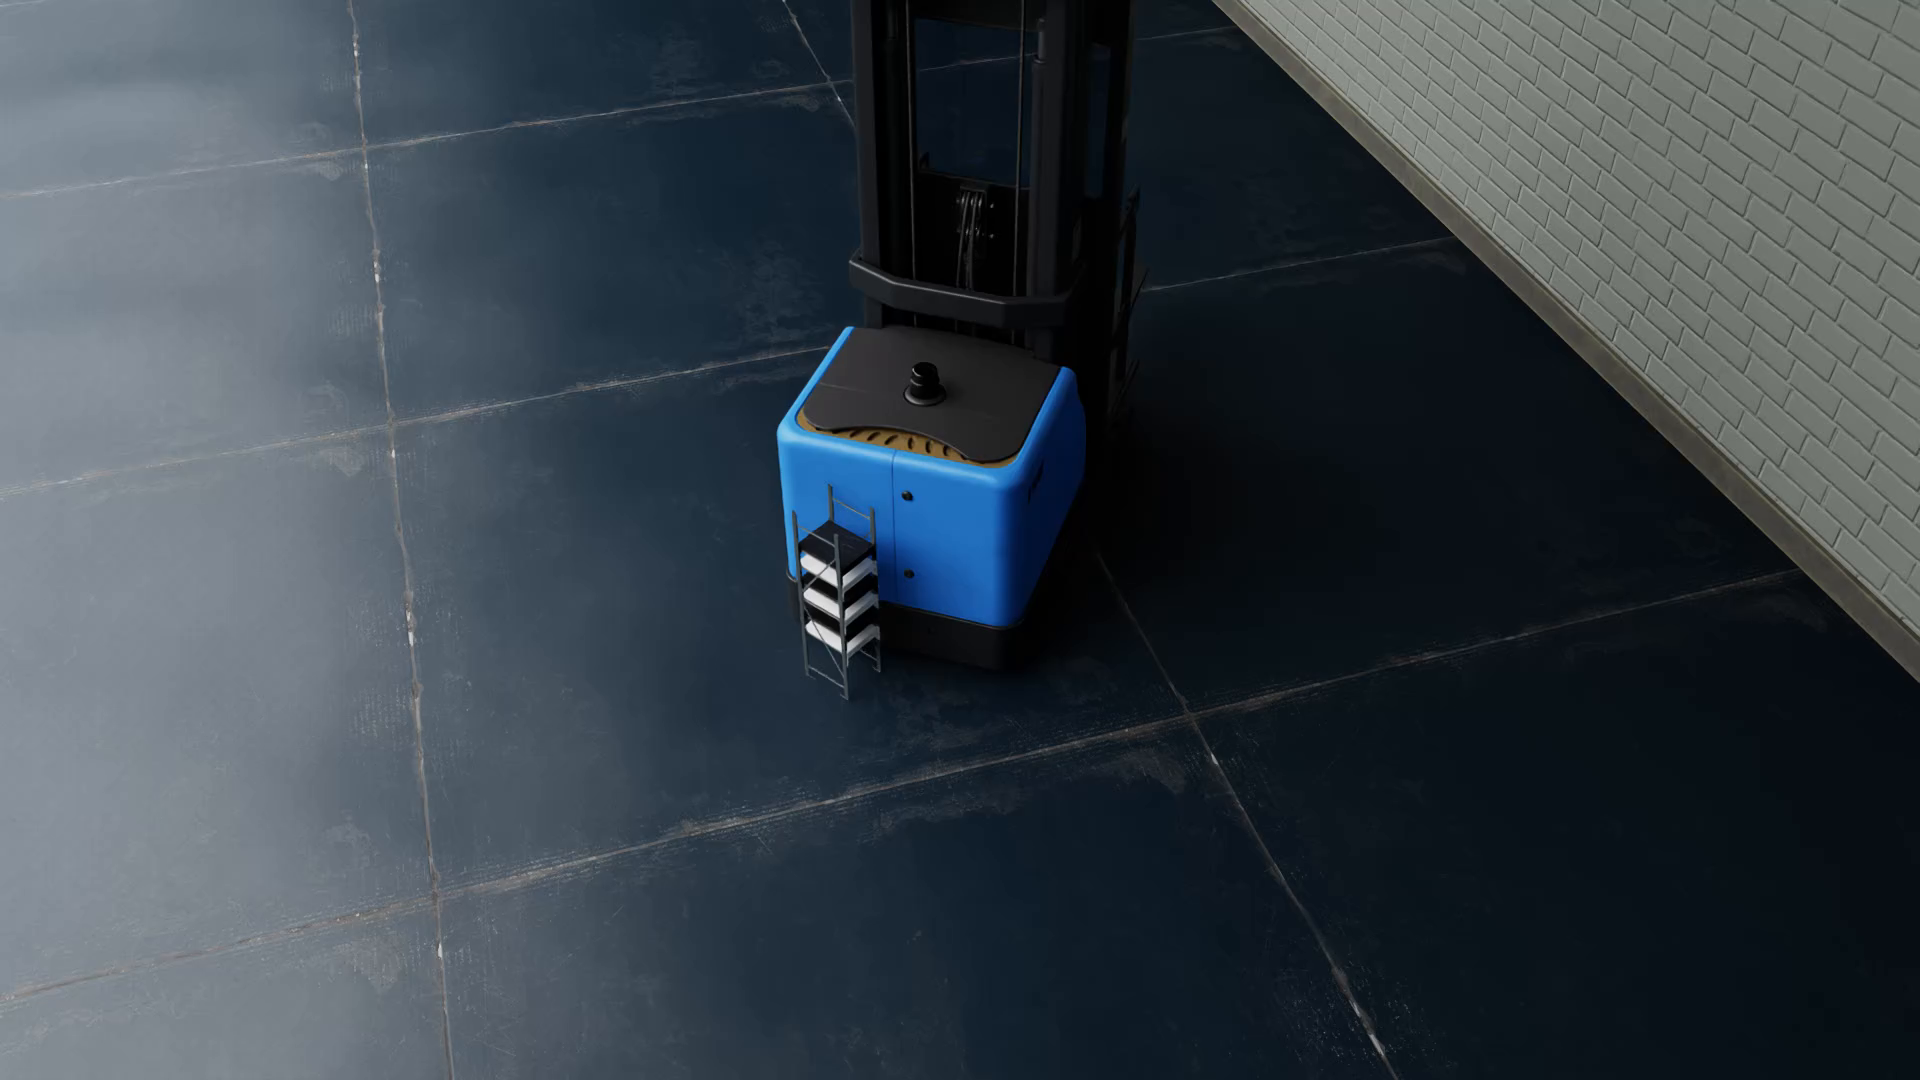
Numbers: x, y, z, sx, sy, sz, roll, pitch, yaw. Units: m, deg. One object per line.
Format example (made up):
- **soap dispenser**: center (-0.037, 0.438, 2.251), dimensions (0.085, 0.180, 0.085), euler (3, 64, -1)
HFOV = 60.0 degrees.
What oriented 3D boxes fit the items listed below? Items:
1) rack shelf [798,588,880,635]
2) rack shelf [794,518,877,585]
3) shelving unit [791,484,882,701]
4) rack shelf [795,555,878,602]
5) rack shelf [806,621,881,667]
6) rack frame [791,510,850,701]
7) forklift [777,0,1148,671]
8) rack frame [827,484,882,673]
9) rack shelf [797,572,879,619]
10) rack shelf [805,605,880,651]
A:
- **rack shelf**: center (-0.486, 0.247, 6.684), dimensions (0.258, 0.077, 0.200), euler (28, 48, 28)
- **rack shelf**: center (-0.486, 0.044, 6.506), dimensions (0.258, 0.077, 0.200), euler (28, 48, 28)
- **shelving unit**: center (-0.486, 0.222, 6.662), dimensions (0.258, 0.900, 0.210), euler (28, 48, 28)
- **rack shelf**: center (-0.486, 0.111, 6.565), dimensions (0.258, 0.077, 0.200), euler (28, 48, 28)
- **rack shelf**: center (-0.486, 0.382, 6.802), dimensions (0.258, 0.077, 0.200), euler (28, 48, 28)
- **rack frame**: center (-0.550, 0.274, 6.602), dimensions (0.240, 0.900, 0.006), euler (28, 48, 28)
- **forklift**: center (0.212, -1.545, 7.140), dimensions (1.130, 2.935, 3.031), euler (12, 43, 14)
- **rack frame**: center (-0.422, 0.170, 6.721), dimensions (0.240, 0.900, 0.006), euler (28, 48, 28)
- **rack shelf**: center (-0.486, 0.179, 6.624), dimensions (0.258, 0.077, 0.200), euler (28, 48, 28)
- **rack shelf**: center (-0.486, 0.314, 6.743), dimensions (0.258, 0.077, 0.200), euler (28, 48, 28)
